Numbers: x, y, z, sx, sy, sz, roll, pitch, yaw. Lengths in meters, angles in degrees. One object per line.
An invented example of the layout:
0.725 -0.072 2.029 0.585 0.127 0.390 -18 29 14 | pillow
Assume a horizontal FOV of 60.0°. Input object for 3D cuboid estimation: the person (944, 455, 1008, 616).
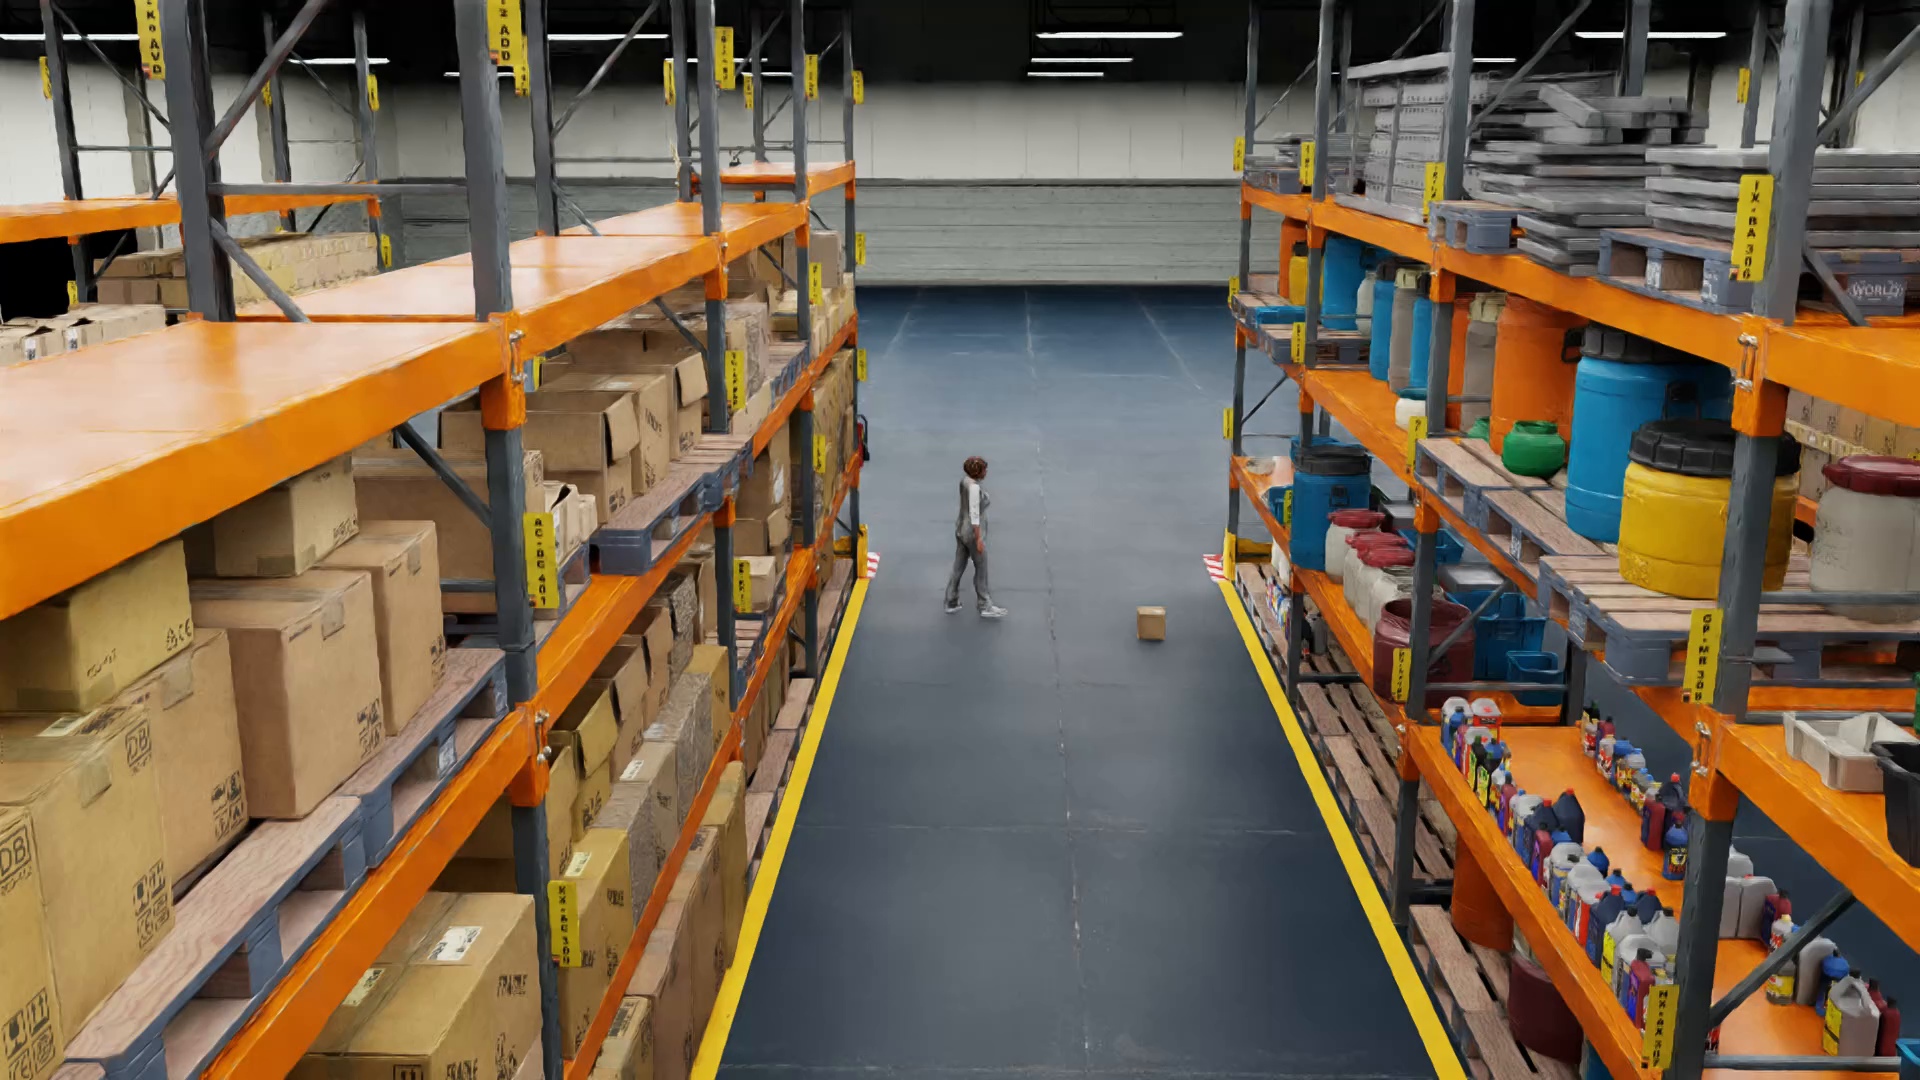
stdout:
0.150 -0.049 16.164 0.576 1.582 0.543 -4 15 -17 | person
